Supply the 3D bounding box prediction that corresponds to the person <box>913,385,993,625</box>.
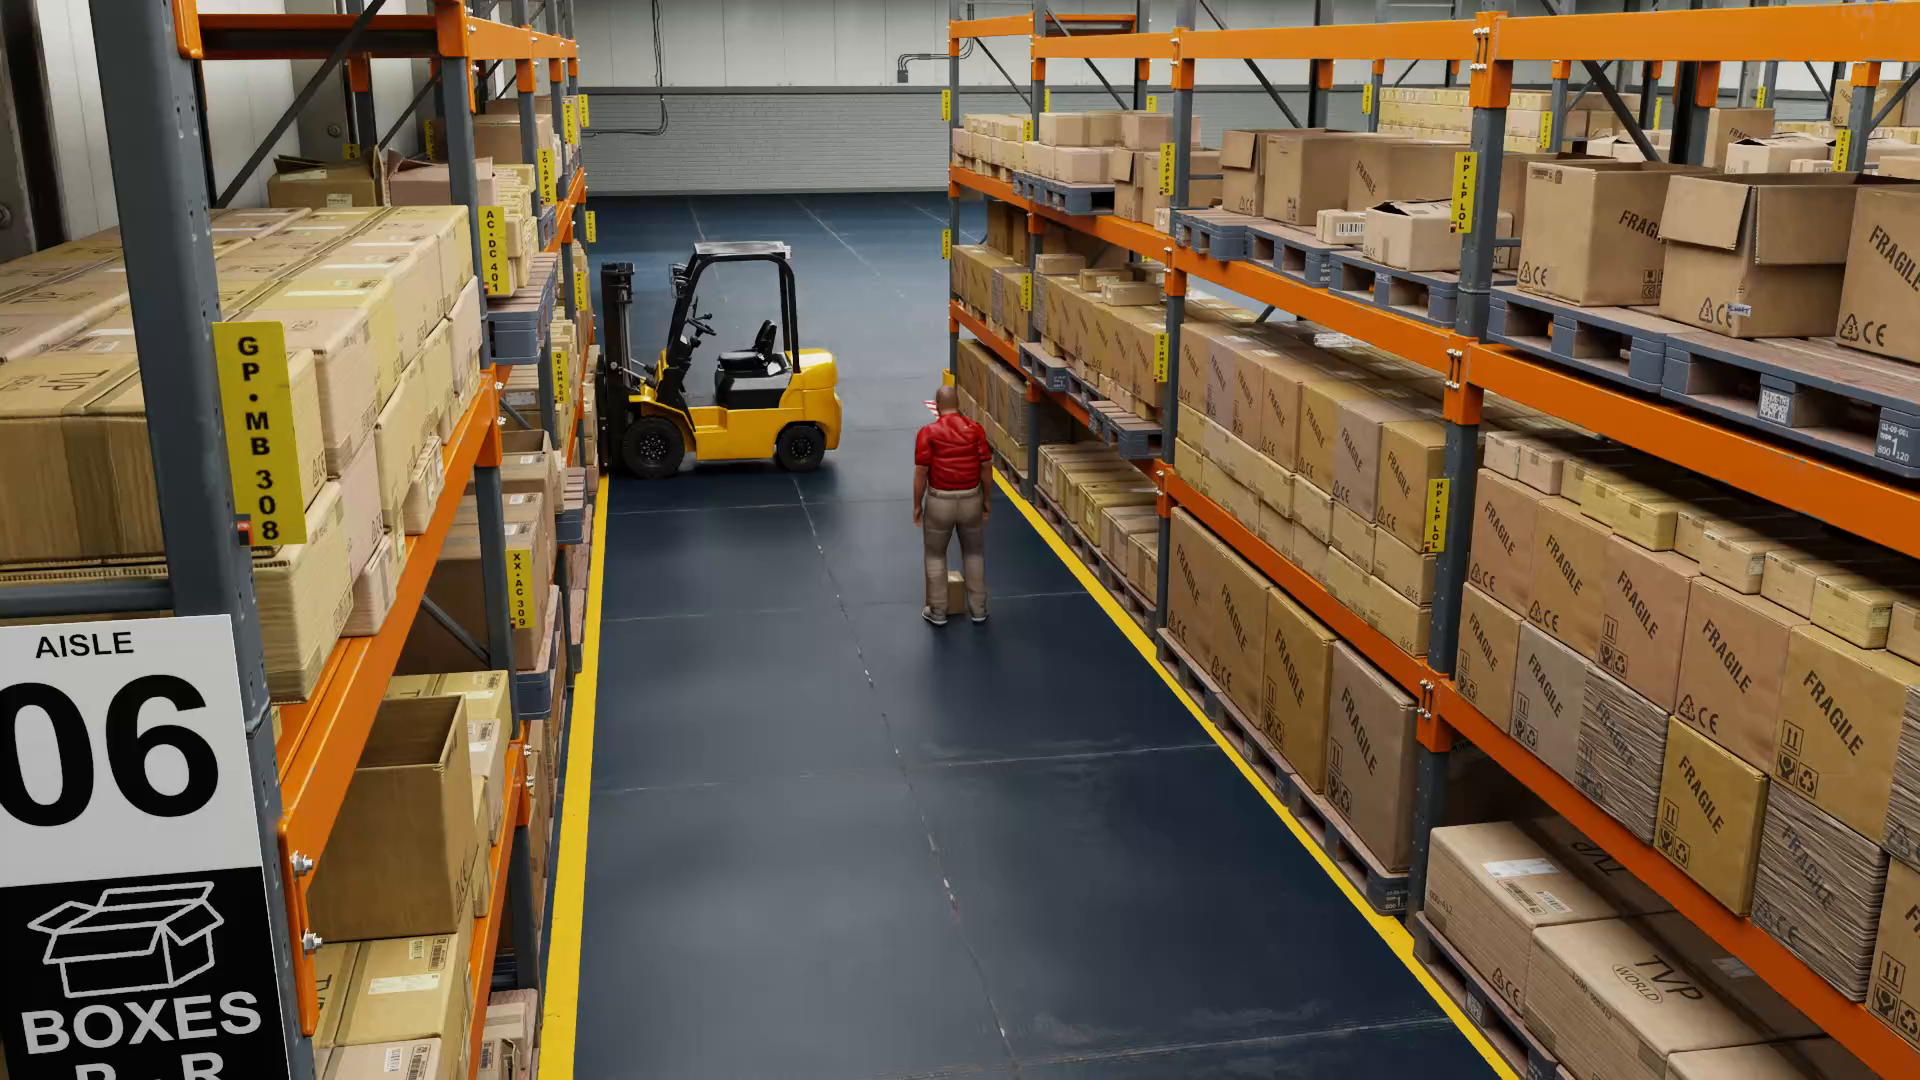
[{"bbox_3d":[-0.054,-0.245,11.901,0.589,1.725,0.392,-4,17,-13],"label":"person"}]
